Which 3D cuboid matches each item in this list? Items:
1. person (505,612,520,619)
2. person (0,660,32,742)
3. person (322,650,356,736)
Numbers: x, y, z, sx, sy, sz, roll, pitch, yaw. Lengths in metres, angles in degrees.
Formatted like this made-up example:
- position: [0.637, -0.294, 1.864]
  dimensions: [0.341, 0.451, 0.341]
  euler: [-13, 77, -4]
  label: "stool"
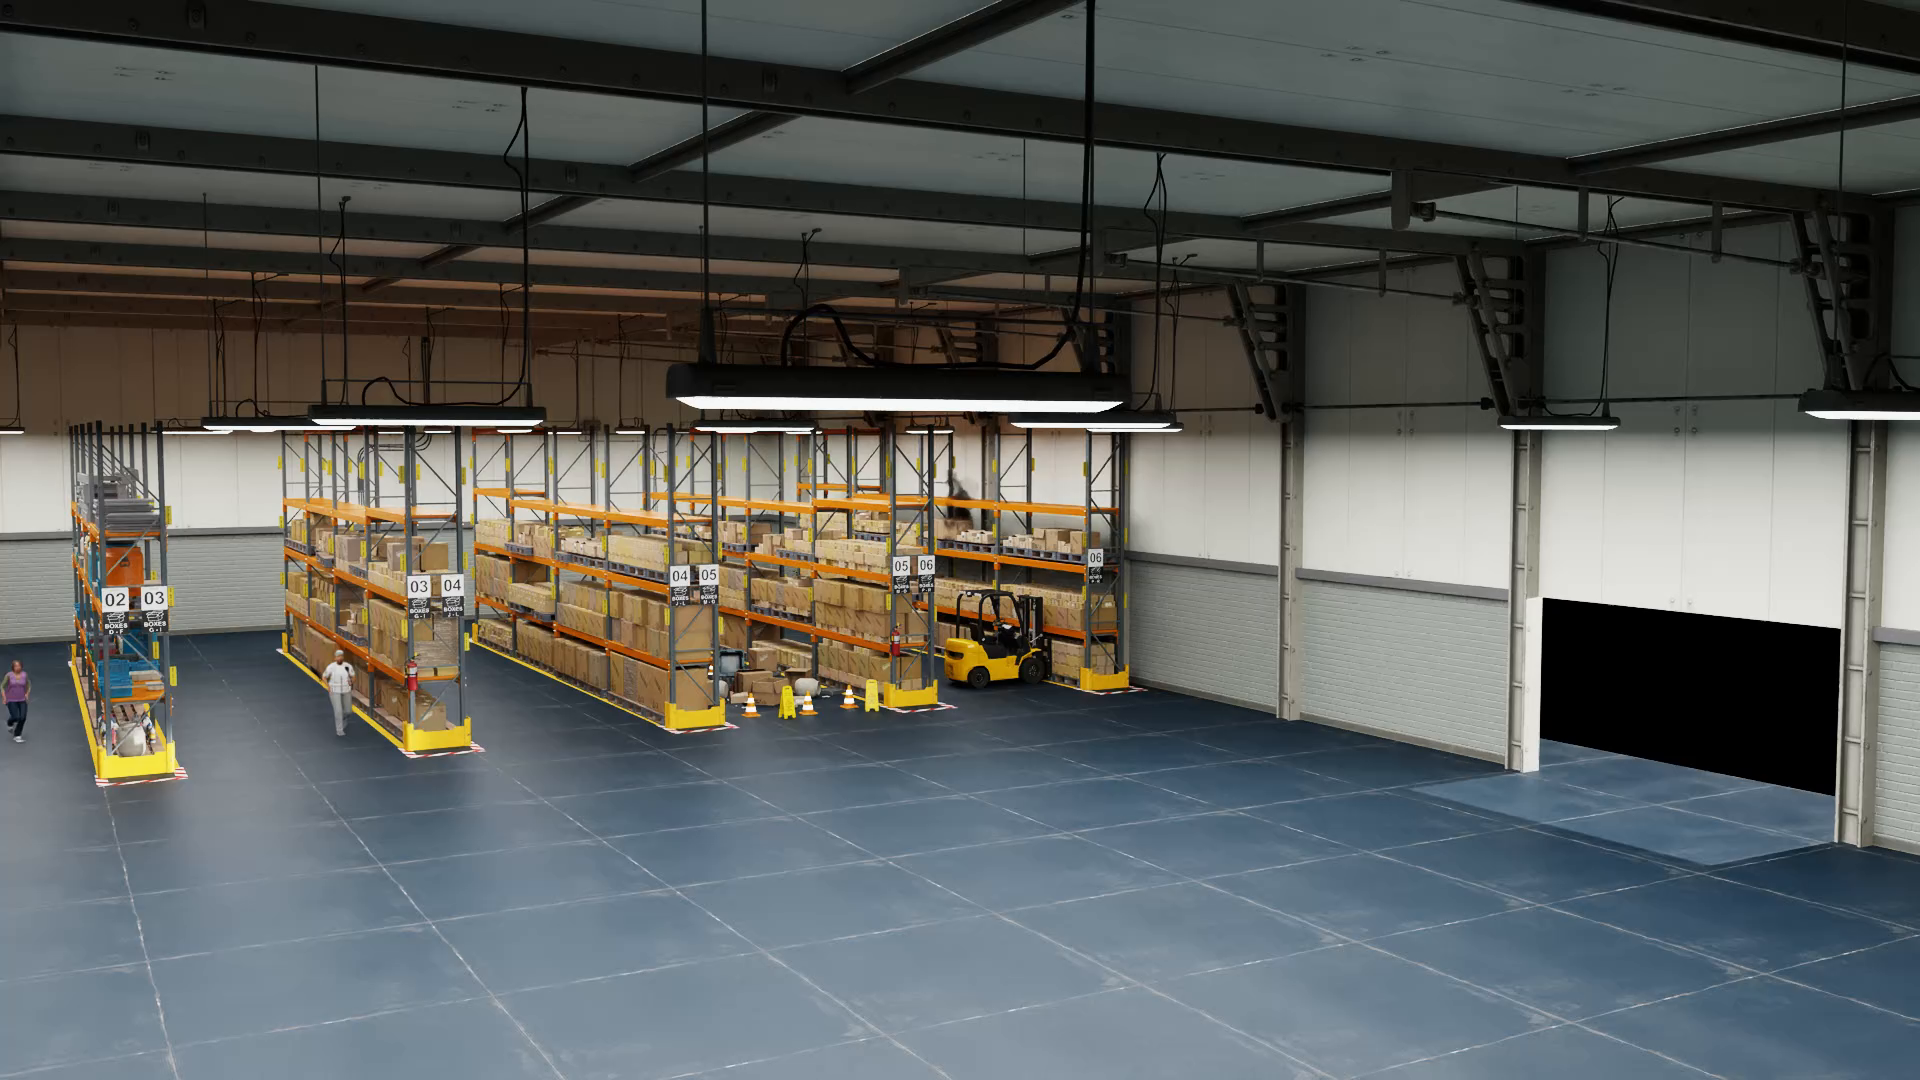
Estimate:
- position: [-12.979, 1.896, 48.226]
  dimensions: [0.511, 1.688, 0.764]
  euler: [1, 4, 16]
  label: "person"
- position: [-17.725, 3.026, 31.252]
  dimensions: [0.522, 1.553, 0.577]
  euler: [-3, 5, -42]
  label: "person"
- position: [-11.959, 2.930, 32.050]
  dimensions: [0.615, 1.624, 0.727]
  euler: [-2, 4, -32]
  label: "person"
